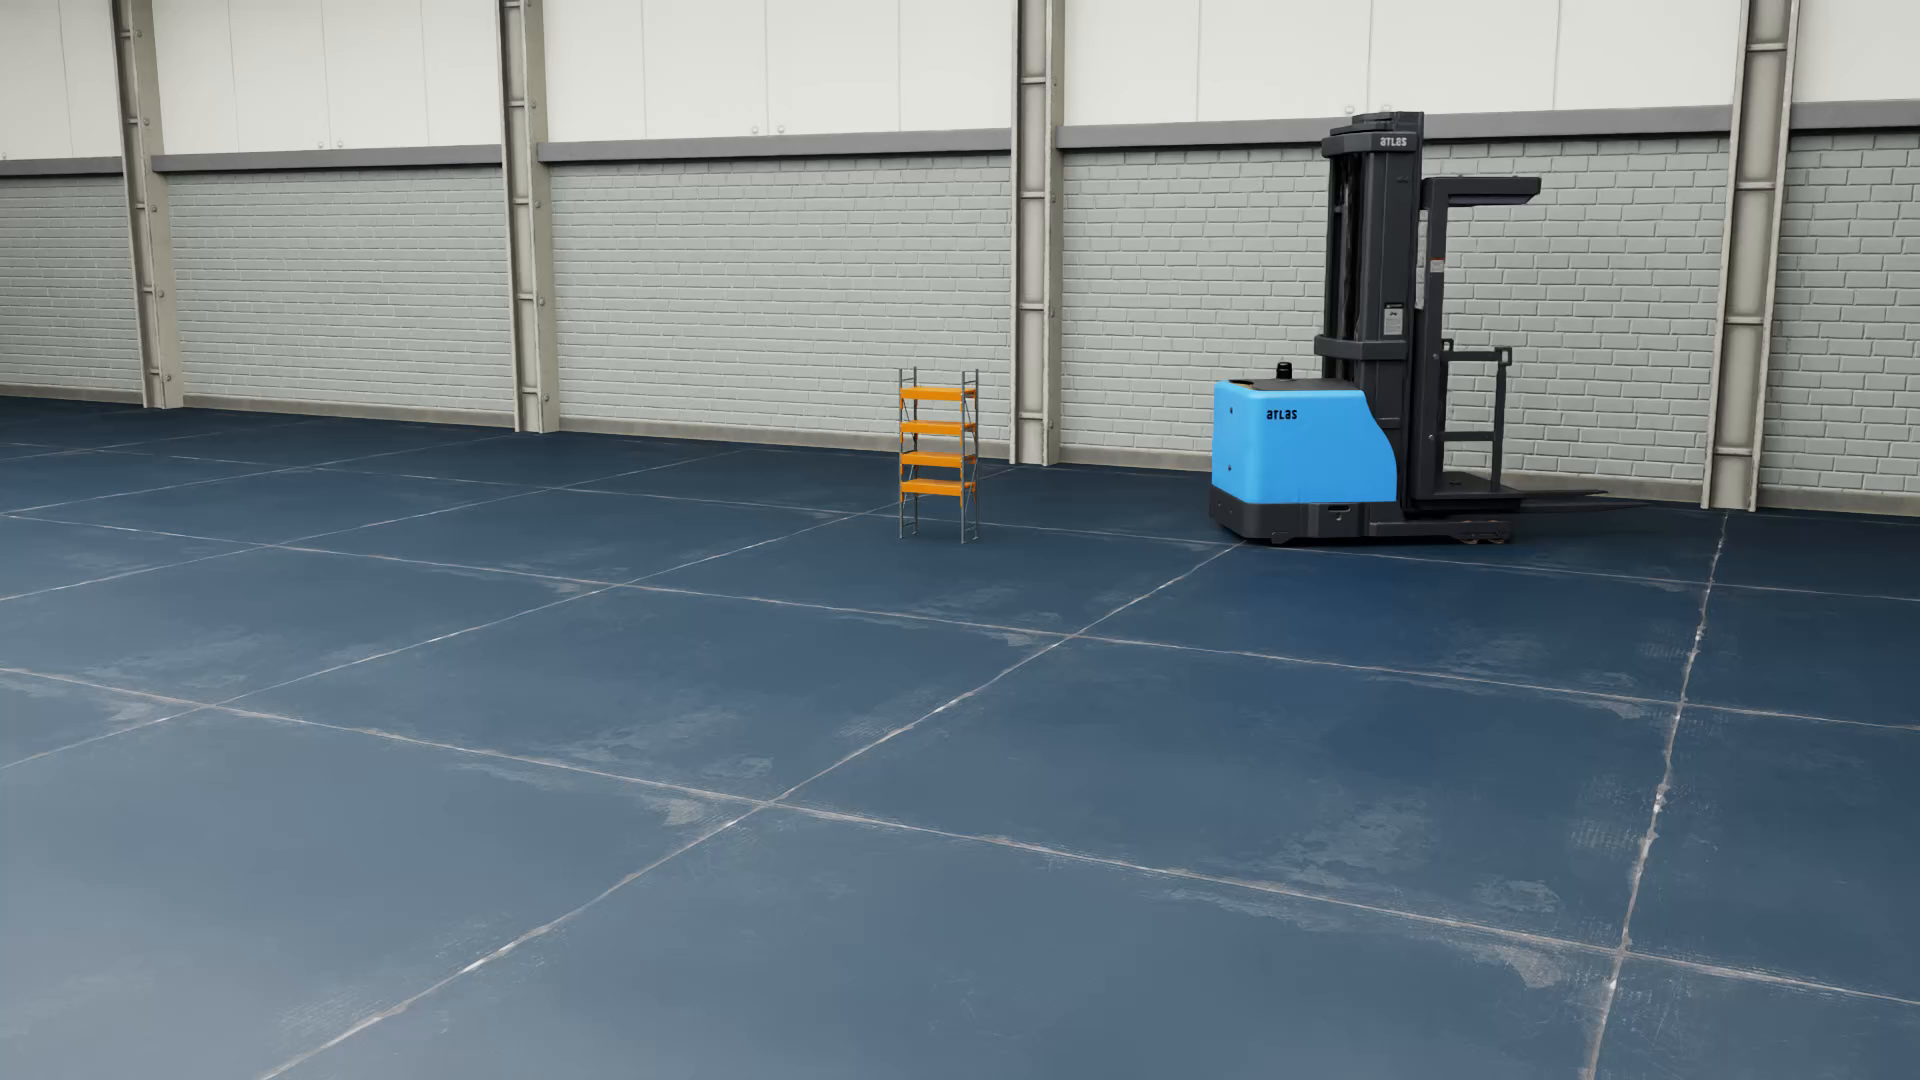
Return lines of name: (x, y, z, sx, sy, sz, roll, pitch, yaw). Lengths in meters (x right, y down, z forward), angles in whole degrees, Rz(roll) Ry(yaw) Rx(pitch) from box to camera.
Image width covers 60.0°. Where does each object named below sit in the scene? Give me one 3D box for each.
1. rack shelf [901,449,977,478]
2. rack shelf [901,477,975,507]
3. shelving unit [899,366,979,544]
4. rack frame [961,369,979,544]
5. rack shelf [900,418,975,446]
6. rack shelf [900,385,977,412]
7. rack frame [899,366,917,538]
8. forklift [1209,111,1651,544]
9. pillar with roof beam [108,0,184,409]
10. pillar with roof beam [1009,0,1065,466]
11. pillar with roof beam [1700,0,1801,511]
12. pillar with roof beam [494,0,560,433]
rack shelf: (-0.148, -0.537, 11.707, 0.480, 0.148, 0.258, 5, 11, 26)
rack shelf: (-0.148, -0.342, 11.743, 0.480, 0.148, 0.258, 5, 11, 26)
shelving unit: (-0.148, -0.603, 11.695, 0.503, 1.200, 0.258, 5, 11, 26)
rack frame: (0.070, -0.584, 11.589, 0.015, 1.200, 0.240, 5, 11, 26)
rack shelf: (-0.148, -0.757, 11.668, 0.480, 0.148, 0.258, 5, 11, 26)
rack shelf: (-0.148, -0.990, 11.625, 0.480, 0.148, 0.258, 5, 11, 26)
rack frame: (-0.367, -0.623, 11.802, 0.015, 1.200, 0.240, 5, 11, 26)
forklift: (3.396, -1.504, 11.808, 3.031, 2.935, 1.130, -1, 10, -7)
pillar with roof beam: (-11.955, -5.421, 16.413, 0.400, 9.000, 9.100, 5, 11, 26)
pillar with roof beam: (-1.194, -4.475, 11.188, 0.400, 9.000, 9.100, 5, 11, 26)
pillar with roof beam: (4.187, -4.002, 8.576, 0.400, 9.000, 9.100, 5, 11, 26)
pillar with roof beam: (-6.574, -4.948, 13.801, 0.400, 9.000, 9.100, 5, 11, 26)
